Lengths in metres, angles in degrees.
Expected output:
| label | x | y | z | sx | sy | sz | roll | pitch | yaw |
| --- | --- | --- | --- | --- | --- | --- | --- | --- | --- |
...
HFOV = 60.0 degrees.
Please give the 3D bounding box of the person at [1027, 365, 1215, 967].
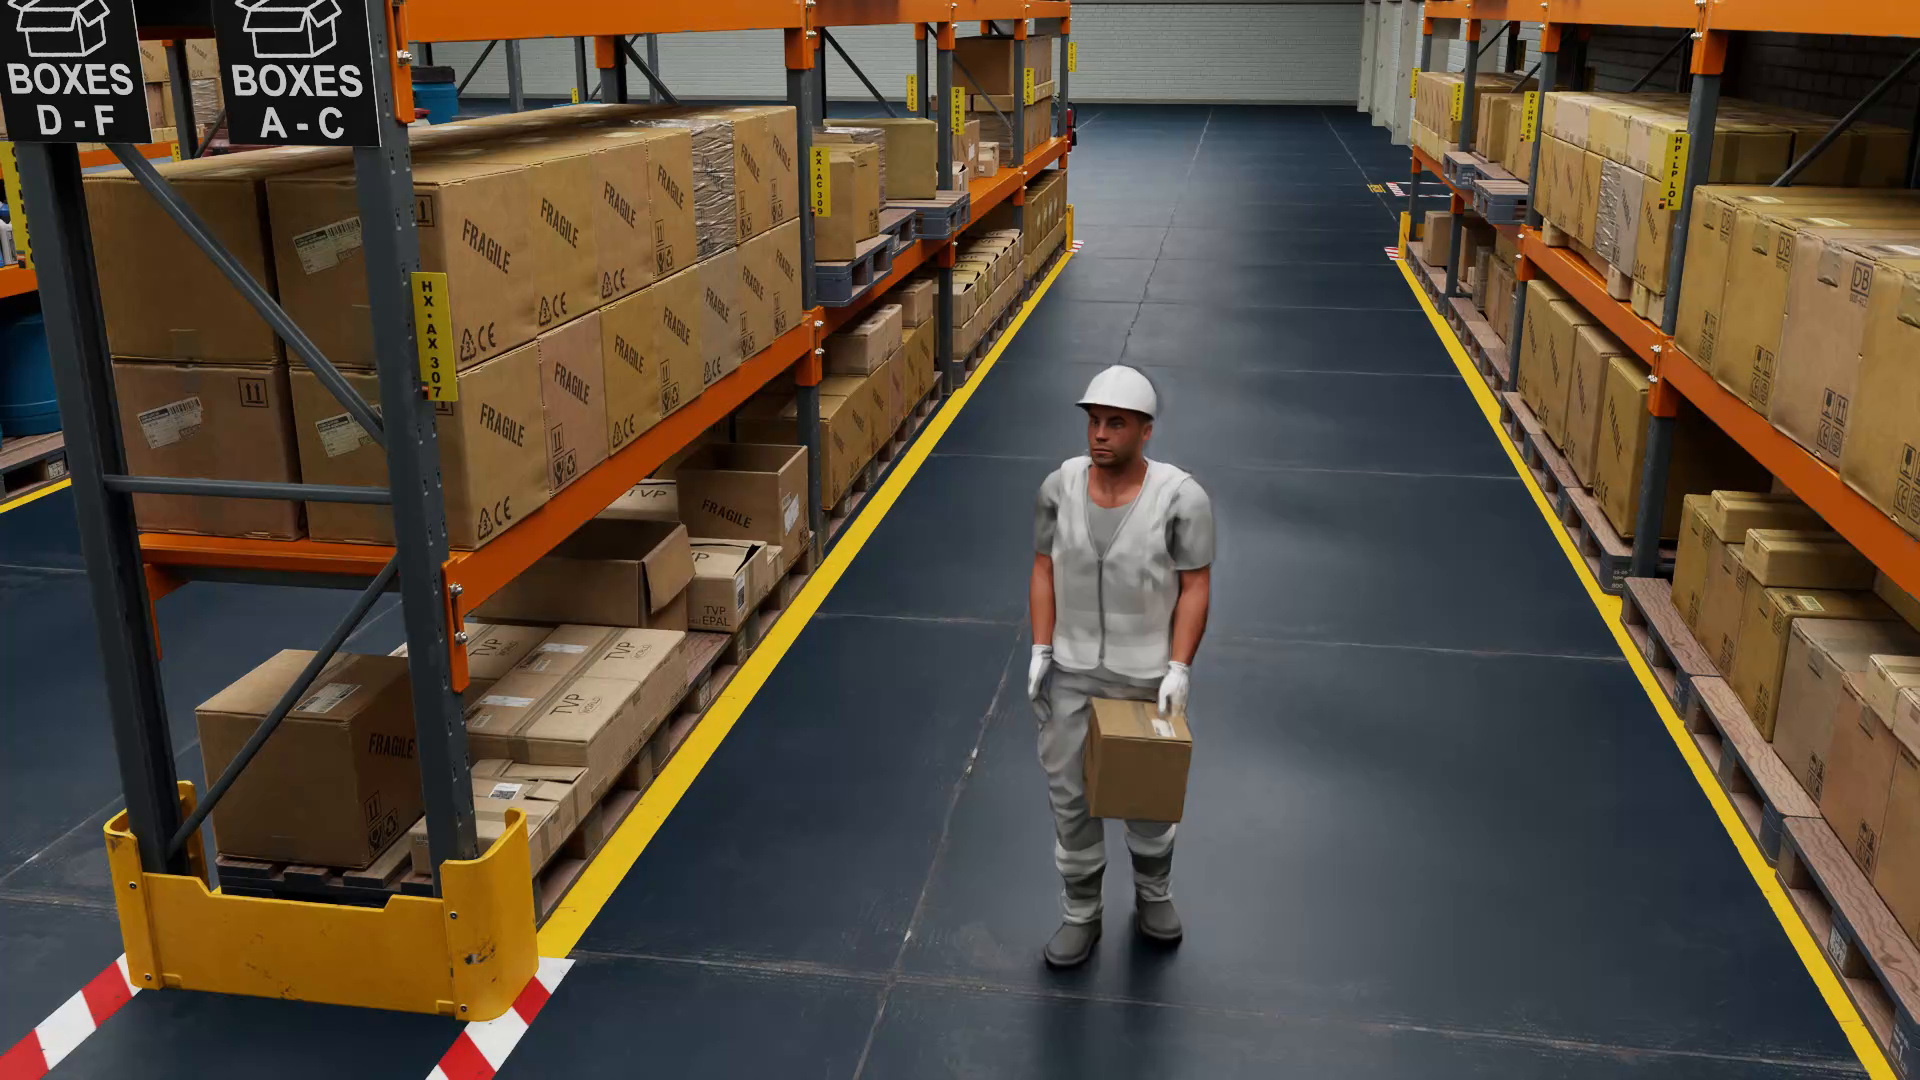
| label | x | y | z | sx | sy | sz | roll | pitch | yaw |
| --- | --- | --- | --- | --- | --- | --- | --- | --- | --- |
| person | 0.459 | 0.372 | 4.848 | 0.534 | 1.787 | 0.506 | 7 | 19 | 20 |
